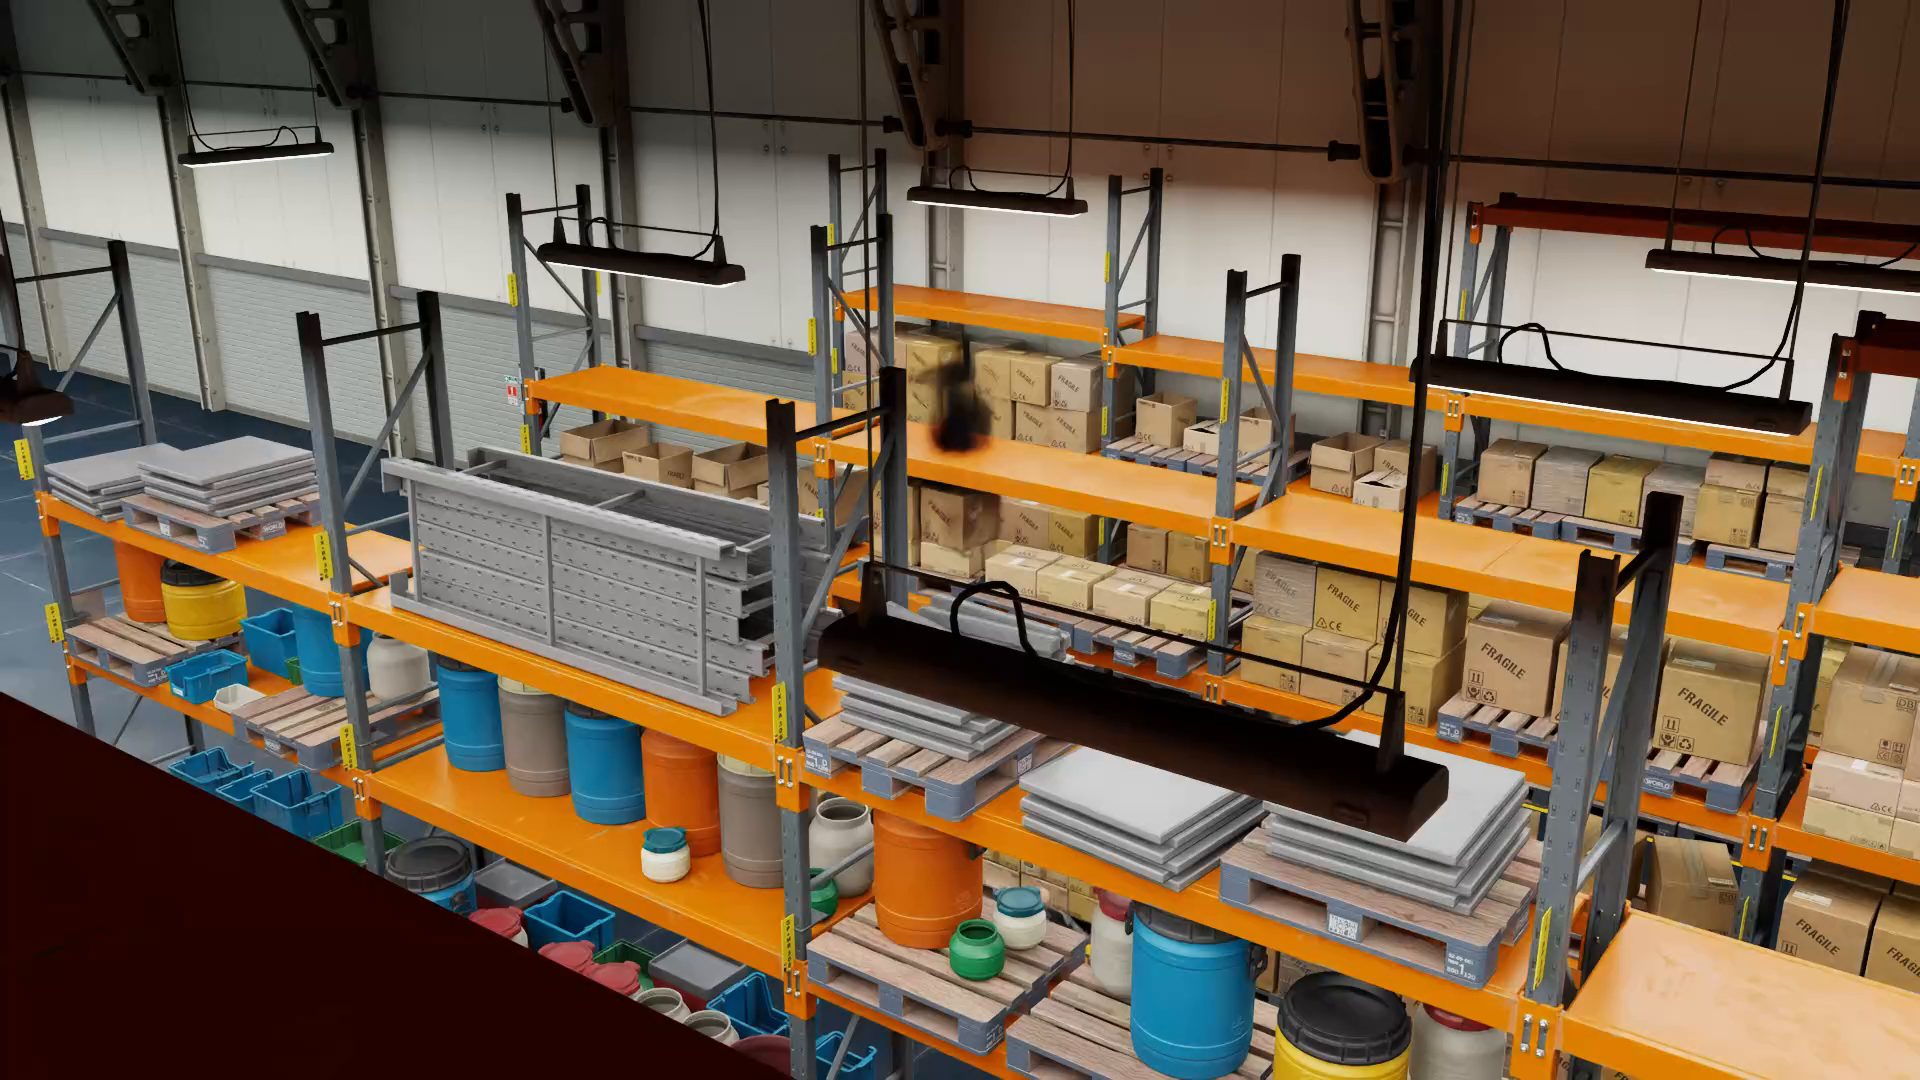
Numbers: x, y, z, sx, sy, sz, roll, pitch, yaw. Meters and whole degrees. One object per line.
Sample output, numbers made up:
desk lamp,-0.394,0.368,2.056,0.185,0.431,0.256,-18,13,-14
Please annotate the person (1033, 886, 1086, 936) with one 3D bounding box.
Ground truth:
person,0.550,3.346,12.441,0.671,1.708,0.655,11,21,29

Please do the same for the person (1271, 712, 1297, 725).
person,3.279,1.905,16.850,0.823,1.625,0.507,10,21,27
